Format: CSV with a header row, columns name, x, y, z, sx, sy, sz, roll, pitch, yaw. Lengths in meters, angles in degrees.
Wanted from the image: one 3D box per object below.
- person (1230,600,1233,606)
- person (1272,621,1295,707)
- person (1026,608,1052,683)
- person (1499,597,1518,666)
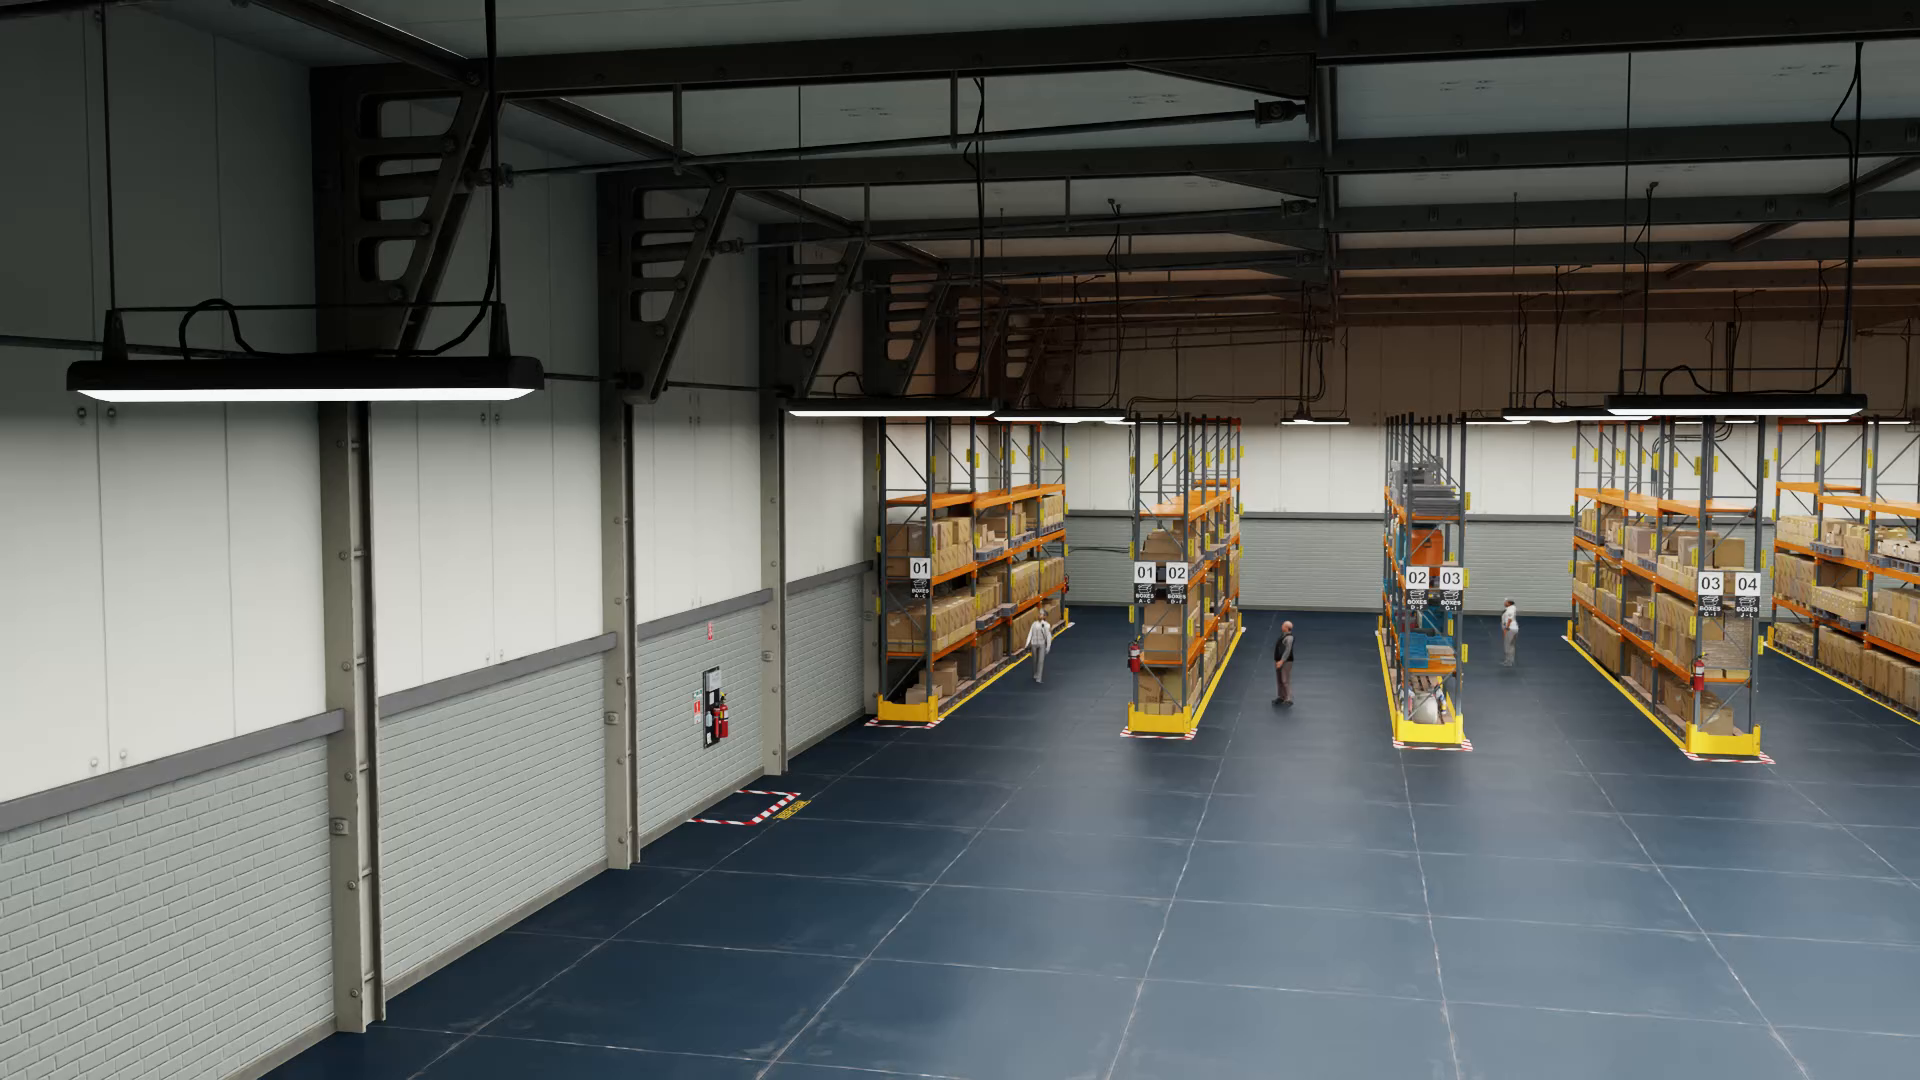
name,x,y,z,sx,sy,sz,roll,pitch,yaw
person,7.957,1.566,49.395,0.498,1.702,0.526,0,4,-2
person,6.689,2.555,34.356,0.449,1.755,0.574,-1,4,-17
person,1.776,2.362,37.446,0.564,1.632,0.971,1,4,10
person,13.157,2.190,39.865,0.406,1.675,0.498,2,4,22
